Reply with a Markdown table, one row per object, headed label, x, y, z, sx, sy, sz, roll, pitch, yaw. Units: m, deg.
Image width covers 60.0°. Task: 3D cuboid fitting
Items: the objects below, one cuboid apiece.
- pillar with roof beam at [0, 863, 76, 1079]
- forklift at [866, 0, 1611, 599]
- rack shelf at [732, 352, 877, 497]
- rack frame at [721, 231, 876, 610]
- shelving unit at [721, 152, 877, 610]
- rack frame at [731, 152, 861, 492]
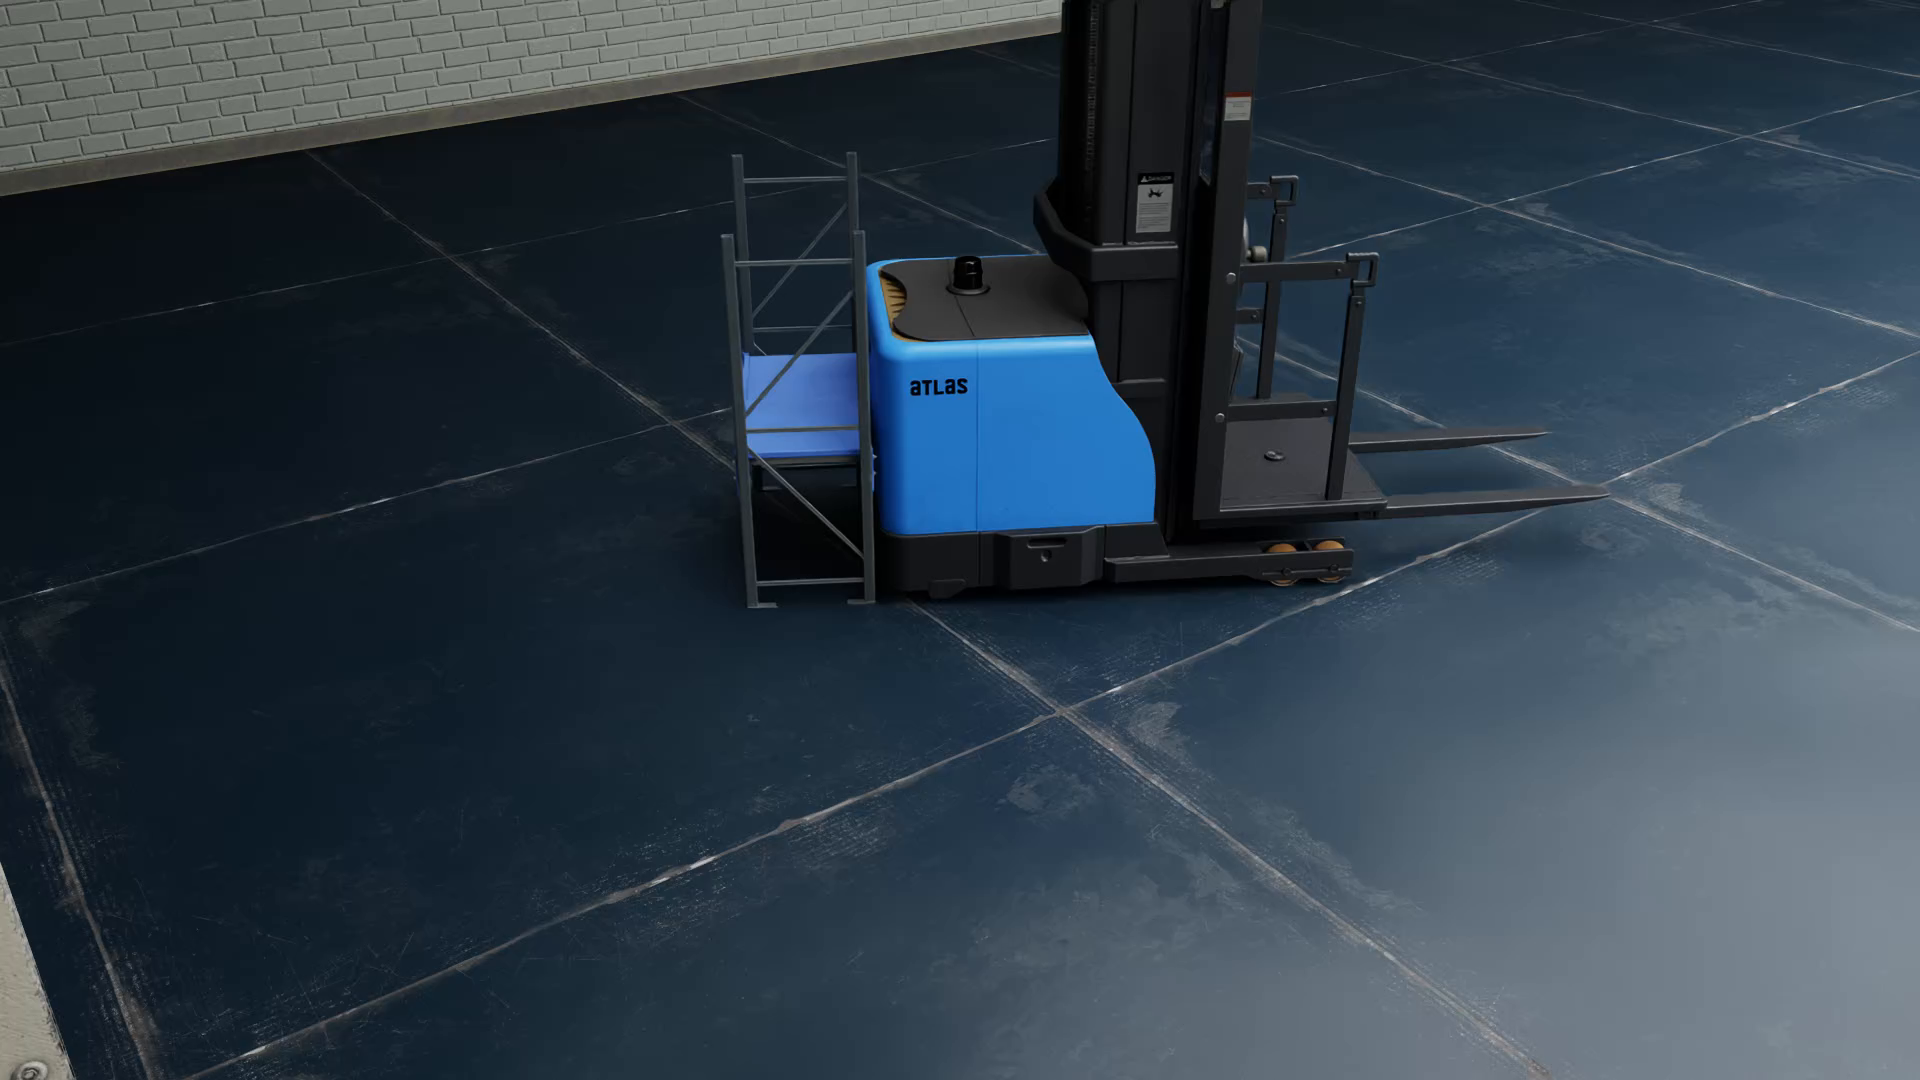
| label | x | y | z | sx | sy | sz | roll | pitch | yaw |
| --- | --- | --- | --- | --- | --- | --- | --- | --- | --- |
| pillar with roof beam | 1.161 | -3.622 | 4.207 | 9.100 | 9.000 | 0.400 | -19 | 34 | -31 |
| forklift | 1.139 | -1.352 | 6.385 | 3.031 | 2.935 | 1.130 | -3 | 29 | -6 |
| rack shelf | -0.623 | -0.489 | 6.673 | 0.538 | 0.185 | 1.000 | -2 | 29 | -4 |
| rack frame | -0.580 | -0.406 | 6.142 | 0.500 | 1.500 | 0.032 | -2 | 29 | -4 |
| shelving unit | -0.623 | -0.647 | 6.587 | 0.538 | 1.500 | 1.048 | -2 | 29 | -4 |
| rack frame | -0.666 | -0.889 | 7.032 | 0.500 | 1.500 | 0.032 | -2 | 29 | -4 |
